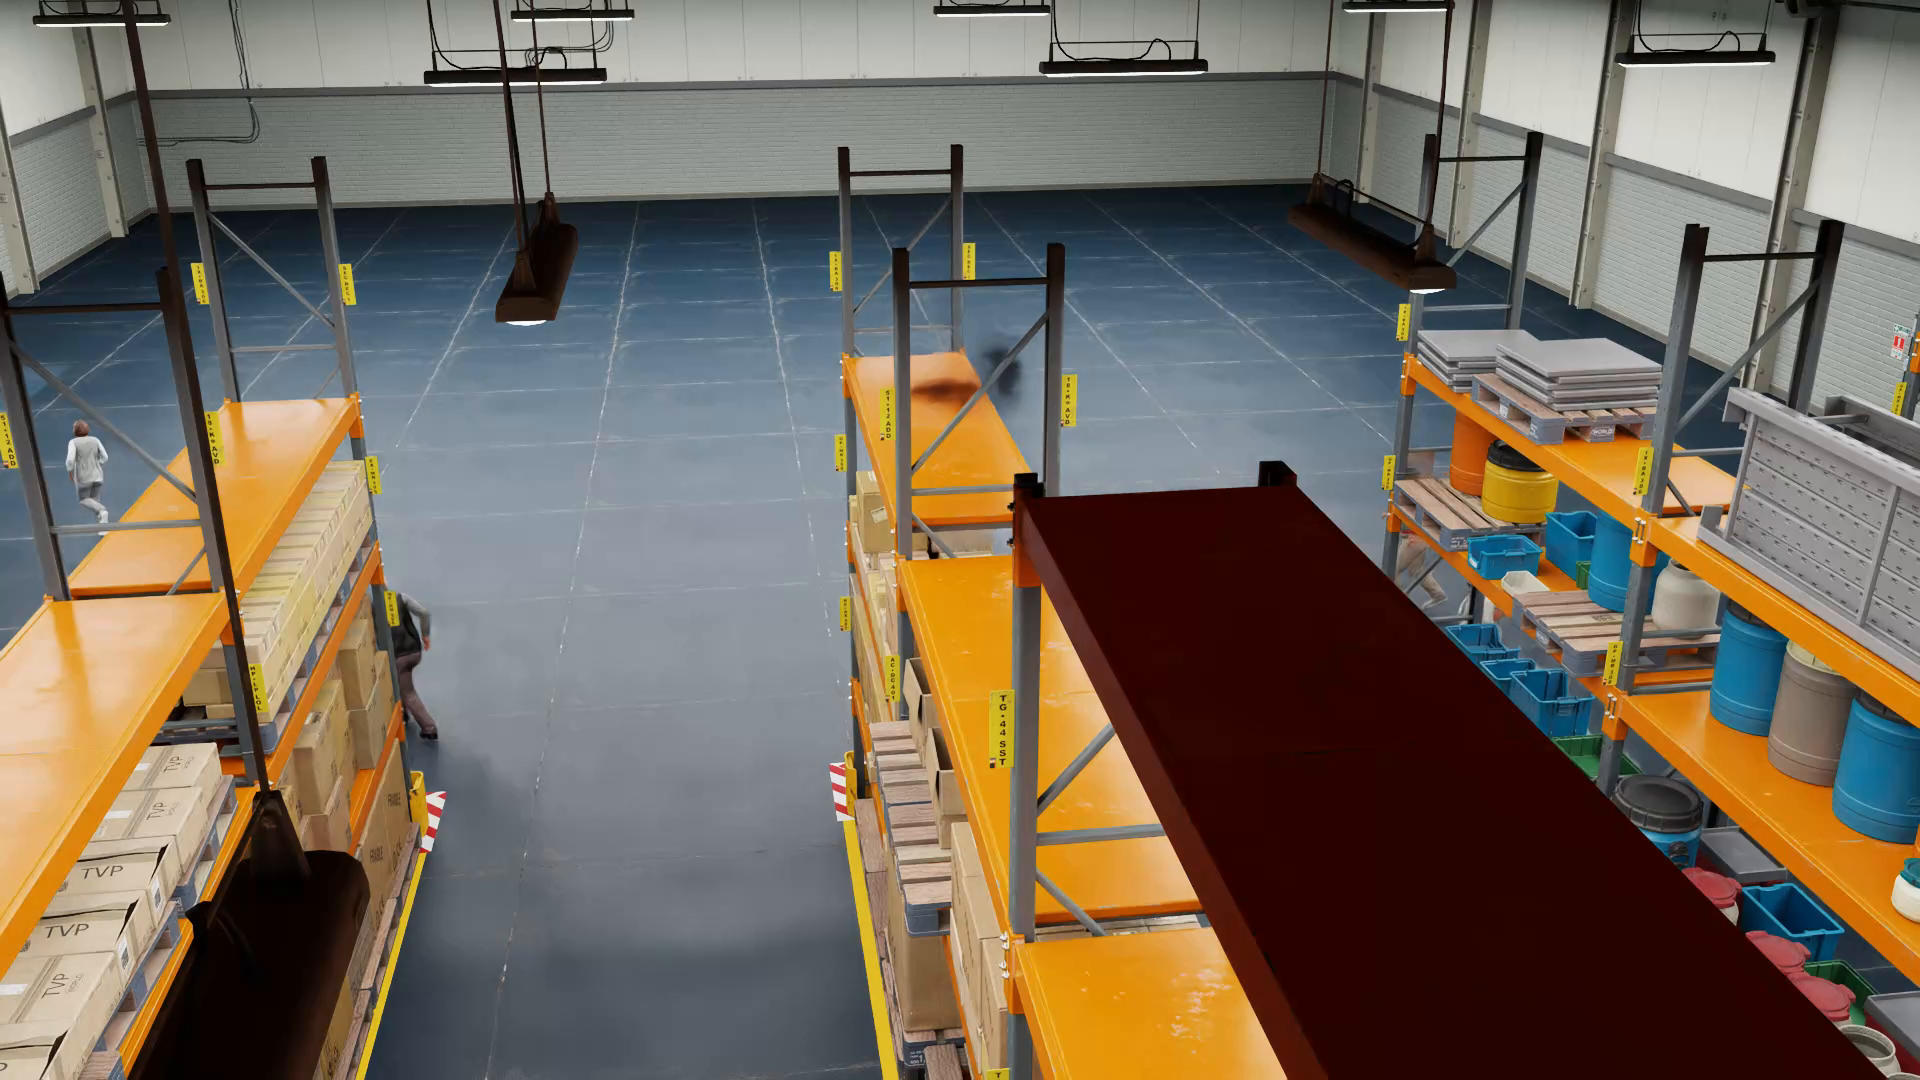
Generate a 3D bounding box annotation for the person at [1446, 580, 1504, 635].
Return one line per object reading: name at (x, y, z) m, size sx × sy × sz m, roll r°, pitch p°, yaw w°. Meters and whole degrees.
person at (5.166, 1.005, 16.784) m, size 0.555 × 1.708 × 0.711 m, roll 18°, pitch 28°, yaw 38°

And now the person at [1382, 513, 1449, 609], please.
person at (5.218, 0.056, 19.174) m, size 0.932 × 1.767 × 0.669 m, roll 8°, pitch 23°, yaw 19°

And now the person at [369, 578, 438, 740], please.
person at (-5.549, 1.196, 16.481) m, size 0.669 × 1.654 × 0.934 m, roll -19°, pitch 28°, yaw -39°

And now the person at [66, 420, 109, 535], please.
person at (-11.271, -0.783, 21.538) m, size 0.608 × 1.564 × 0.561 m, roll 16°, pitch 27°, yaw 35°
